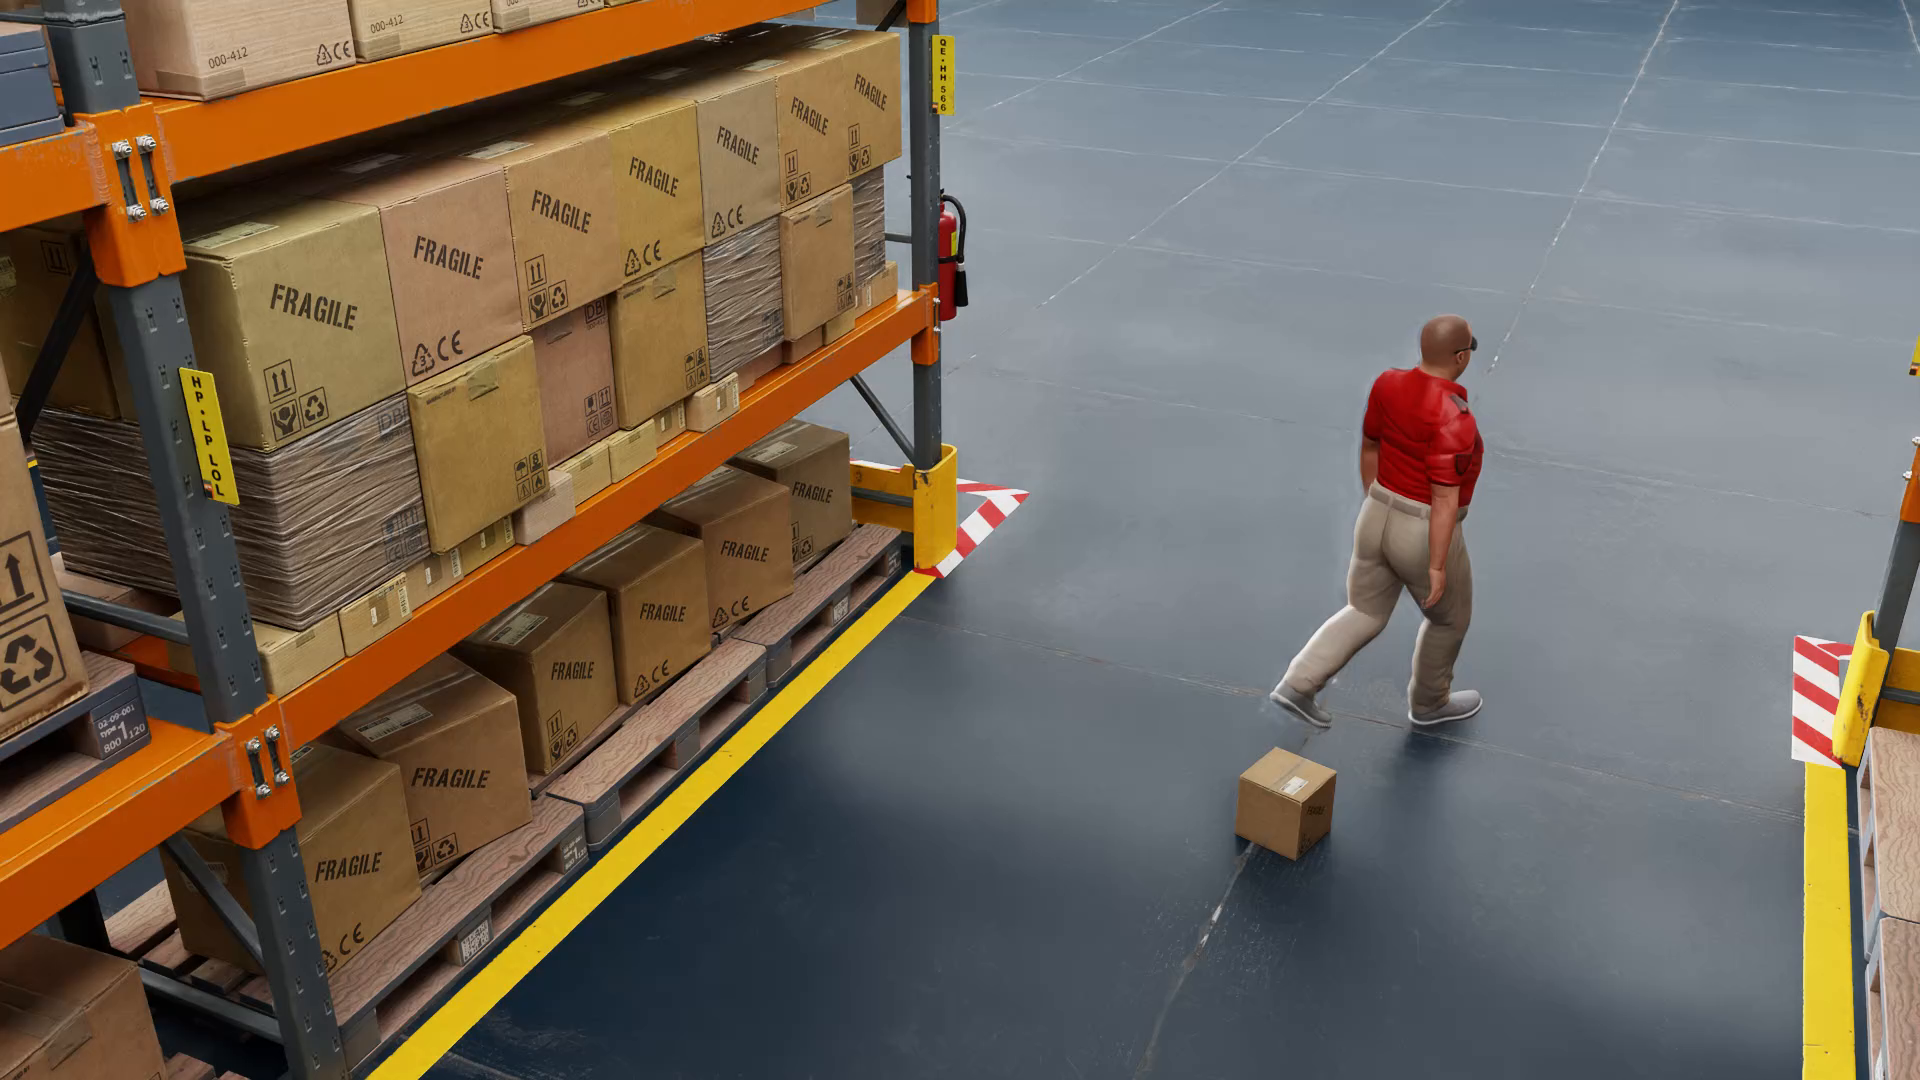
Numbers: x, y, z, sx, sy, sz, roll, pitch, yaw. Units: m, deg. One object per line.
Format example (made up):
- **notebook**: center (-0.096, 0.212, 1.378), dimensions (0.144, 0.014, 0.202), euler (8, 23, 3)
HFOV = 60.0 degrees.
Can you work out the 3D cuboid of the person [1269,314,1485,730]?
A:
- **person**: center (1.620, -0.025, 6.172), dimensions (0.942, 1.686, 0.550), euler (-14, 29, -26)
